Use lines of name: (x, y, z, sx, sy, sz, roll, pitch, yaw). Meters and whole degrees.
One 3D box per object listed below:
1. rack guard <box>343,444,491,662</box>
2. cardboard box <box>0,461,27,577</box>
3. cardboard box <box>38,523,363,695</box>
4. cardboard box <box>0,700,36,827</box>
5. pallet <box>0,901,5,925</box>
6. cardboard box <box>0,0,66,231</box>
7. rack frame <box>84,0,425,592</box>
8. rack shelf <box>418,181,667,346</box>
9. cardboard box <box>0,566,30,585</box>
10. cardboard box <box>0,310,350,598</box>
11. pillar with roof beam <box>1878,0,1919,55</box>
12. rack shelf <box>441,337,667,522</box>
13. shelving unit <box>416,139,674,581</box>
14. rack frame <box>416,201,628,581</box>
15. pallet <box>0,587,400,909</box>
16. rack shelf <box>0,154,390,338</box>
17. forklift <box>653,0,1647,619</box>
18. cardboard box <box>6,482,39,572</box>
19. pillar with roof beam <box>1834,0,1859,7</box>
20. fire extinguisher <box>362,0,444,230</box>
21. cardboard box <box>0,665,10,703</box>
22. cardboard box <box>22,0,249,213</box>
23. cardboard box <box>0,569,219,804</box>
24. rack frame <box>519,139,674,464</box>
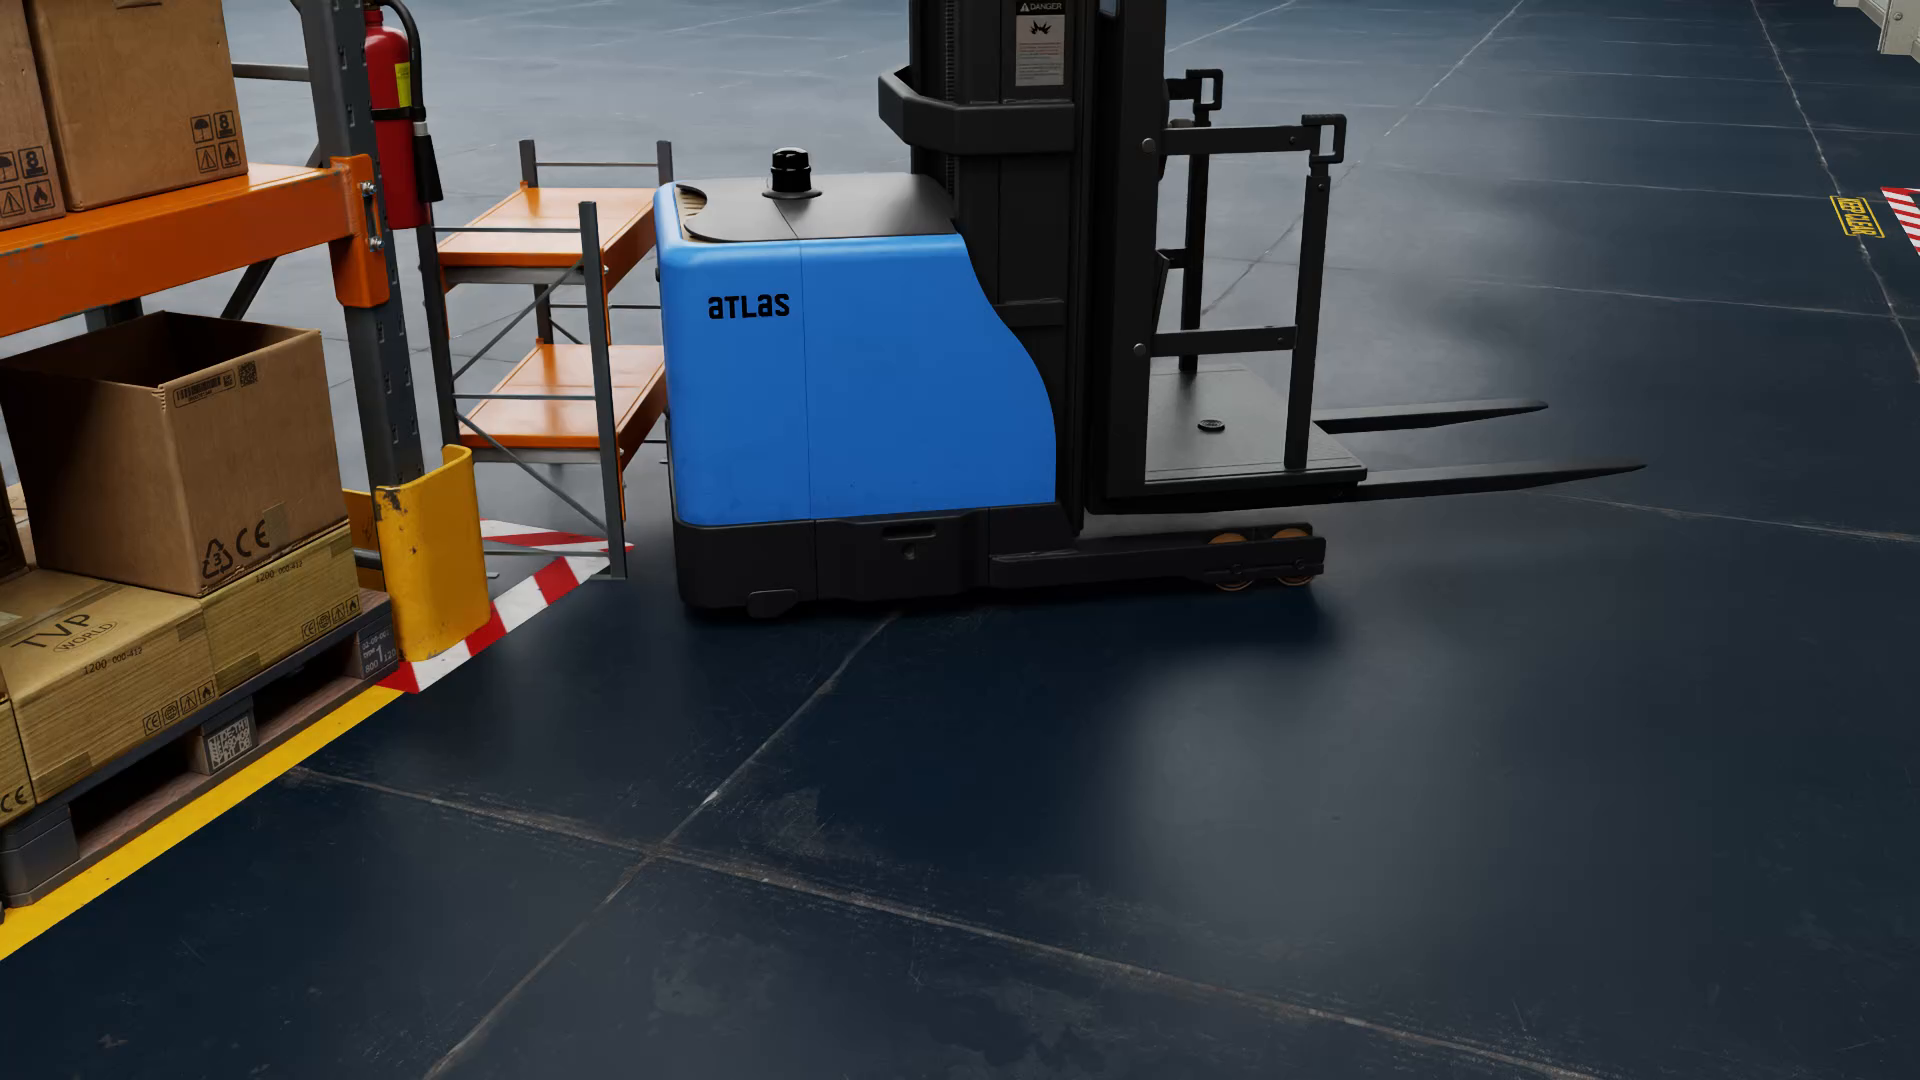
rack guard: (-1.915, -0.040, 4.698, 1.175, 0.500, 0.348, 9, 24, 20)
cardboard box: (-2.514, -0.117, 3.688, 0.500, 0.500, 0.500, 9, 24, 20)
cardboard box: (-1.849, 0.124, 4.084, 0.500, 0.250, 0.500, 9, 24, 20)
cardboard box: (-2.208, 0.484, 3.222, 0.500, 0.250, 0.500, 9, 24, 20)
pallet: (-2.624, 0.816, 3.022, 1.003, 0.211, 1.213, 9, 24, 20)
cardboard box: (-2.300, -0.877, 3.329, 0.700, 0.500, 0.500, 9, 24, 21)
rack frame: (-1.924, -1.185, 4.195, 1.000, 3.000, 0.127, 9, 24, 20)
rack shelf: (-1.225, -0.873, 5.121, 0.538, 0.278, 1.000, 1, 23, 2)
cardboard box: (-2.512, 0.229, 3.832, 0.500, 0.250, 0.500, 9, 24, 20)
cardboard box: (-1.847, -0.222, 3.938, 0.500, 0.500, 0.500, 9, 24, 20)
pillar with roof beam: (5.909, -9.929, 17.345, 9.100, 9.000, 0.400, 9, 24, 20)
rack shelf: (-1.225, -0.377, 5.328, 0.538, 0.278, 1.000, 1, 23, 2)
shelving unit: (-1.225, -0.603, 5.234, 0.538, 1.125, 1.048, 1, 23, 2)
rack frame: (-1.246, -0.407, 4.765, 0.500, 1.125, 0.032, 1, 23, 2)
pallet: (-2.170, 0.381, 4.063, 1.003, 0.211, 1.213, 9, 24, 20)
rack shelf: (-2.667, -0.137, 2.621, 1.077, 0.370, 4.000, 9, 24, 20)
forklift: (0.617, -1.398, 4.795, 3.031, 2.935, 1.130, -4, 23, -10)
cardboard box: (-2.330, 0.050, 4.261, 0.500, 0.250, 0.500, 9, 24, 20)
pillar with roof beam: (8.137, -12.076, 22.485, 9.100, 9.000, 0.400, 9, 24, 20)
fire extinguisher: (-1.449, -1.125, 4.152, 0.296, 0.674, 0.183, 9, 24, 20)
cardboard box: (-2.205, 0.138, 3.077, 0.500, 0.500, 0.500, 9, 24, 20)
cardboard box: (-2.110, -1.066, 3.780, 0.700, 0.500, 0.500, 9, 24, 20)
cardboard box: (-2.024, 0.305, 3.651, 0.500, 0.250, 0.500, 9, 24, 20)
rack frame: (-1.204, -0.799, 5.702, 0.500, 1.125, 0.032, 1, 23, 2)
